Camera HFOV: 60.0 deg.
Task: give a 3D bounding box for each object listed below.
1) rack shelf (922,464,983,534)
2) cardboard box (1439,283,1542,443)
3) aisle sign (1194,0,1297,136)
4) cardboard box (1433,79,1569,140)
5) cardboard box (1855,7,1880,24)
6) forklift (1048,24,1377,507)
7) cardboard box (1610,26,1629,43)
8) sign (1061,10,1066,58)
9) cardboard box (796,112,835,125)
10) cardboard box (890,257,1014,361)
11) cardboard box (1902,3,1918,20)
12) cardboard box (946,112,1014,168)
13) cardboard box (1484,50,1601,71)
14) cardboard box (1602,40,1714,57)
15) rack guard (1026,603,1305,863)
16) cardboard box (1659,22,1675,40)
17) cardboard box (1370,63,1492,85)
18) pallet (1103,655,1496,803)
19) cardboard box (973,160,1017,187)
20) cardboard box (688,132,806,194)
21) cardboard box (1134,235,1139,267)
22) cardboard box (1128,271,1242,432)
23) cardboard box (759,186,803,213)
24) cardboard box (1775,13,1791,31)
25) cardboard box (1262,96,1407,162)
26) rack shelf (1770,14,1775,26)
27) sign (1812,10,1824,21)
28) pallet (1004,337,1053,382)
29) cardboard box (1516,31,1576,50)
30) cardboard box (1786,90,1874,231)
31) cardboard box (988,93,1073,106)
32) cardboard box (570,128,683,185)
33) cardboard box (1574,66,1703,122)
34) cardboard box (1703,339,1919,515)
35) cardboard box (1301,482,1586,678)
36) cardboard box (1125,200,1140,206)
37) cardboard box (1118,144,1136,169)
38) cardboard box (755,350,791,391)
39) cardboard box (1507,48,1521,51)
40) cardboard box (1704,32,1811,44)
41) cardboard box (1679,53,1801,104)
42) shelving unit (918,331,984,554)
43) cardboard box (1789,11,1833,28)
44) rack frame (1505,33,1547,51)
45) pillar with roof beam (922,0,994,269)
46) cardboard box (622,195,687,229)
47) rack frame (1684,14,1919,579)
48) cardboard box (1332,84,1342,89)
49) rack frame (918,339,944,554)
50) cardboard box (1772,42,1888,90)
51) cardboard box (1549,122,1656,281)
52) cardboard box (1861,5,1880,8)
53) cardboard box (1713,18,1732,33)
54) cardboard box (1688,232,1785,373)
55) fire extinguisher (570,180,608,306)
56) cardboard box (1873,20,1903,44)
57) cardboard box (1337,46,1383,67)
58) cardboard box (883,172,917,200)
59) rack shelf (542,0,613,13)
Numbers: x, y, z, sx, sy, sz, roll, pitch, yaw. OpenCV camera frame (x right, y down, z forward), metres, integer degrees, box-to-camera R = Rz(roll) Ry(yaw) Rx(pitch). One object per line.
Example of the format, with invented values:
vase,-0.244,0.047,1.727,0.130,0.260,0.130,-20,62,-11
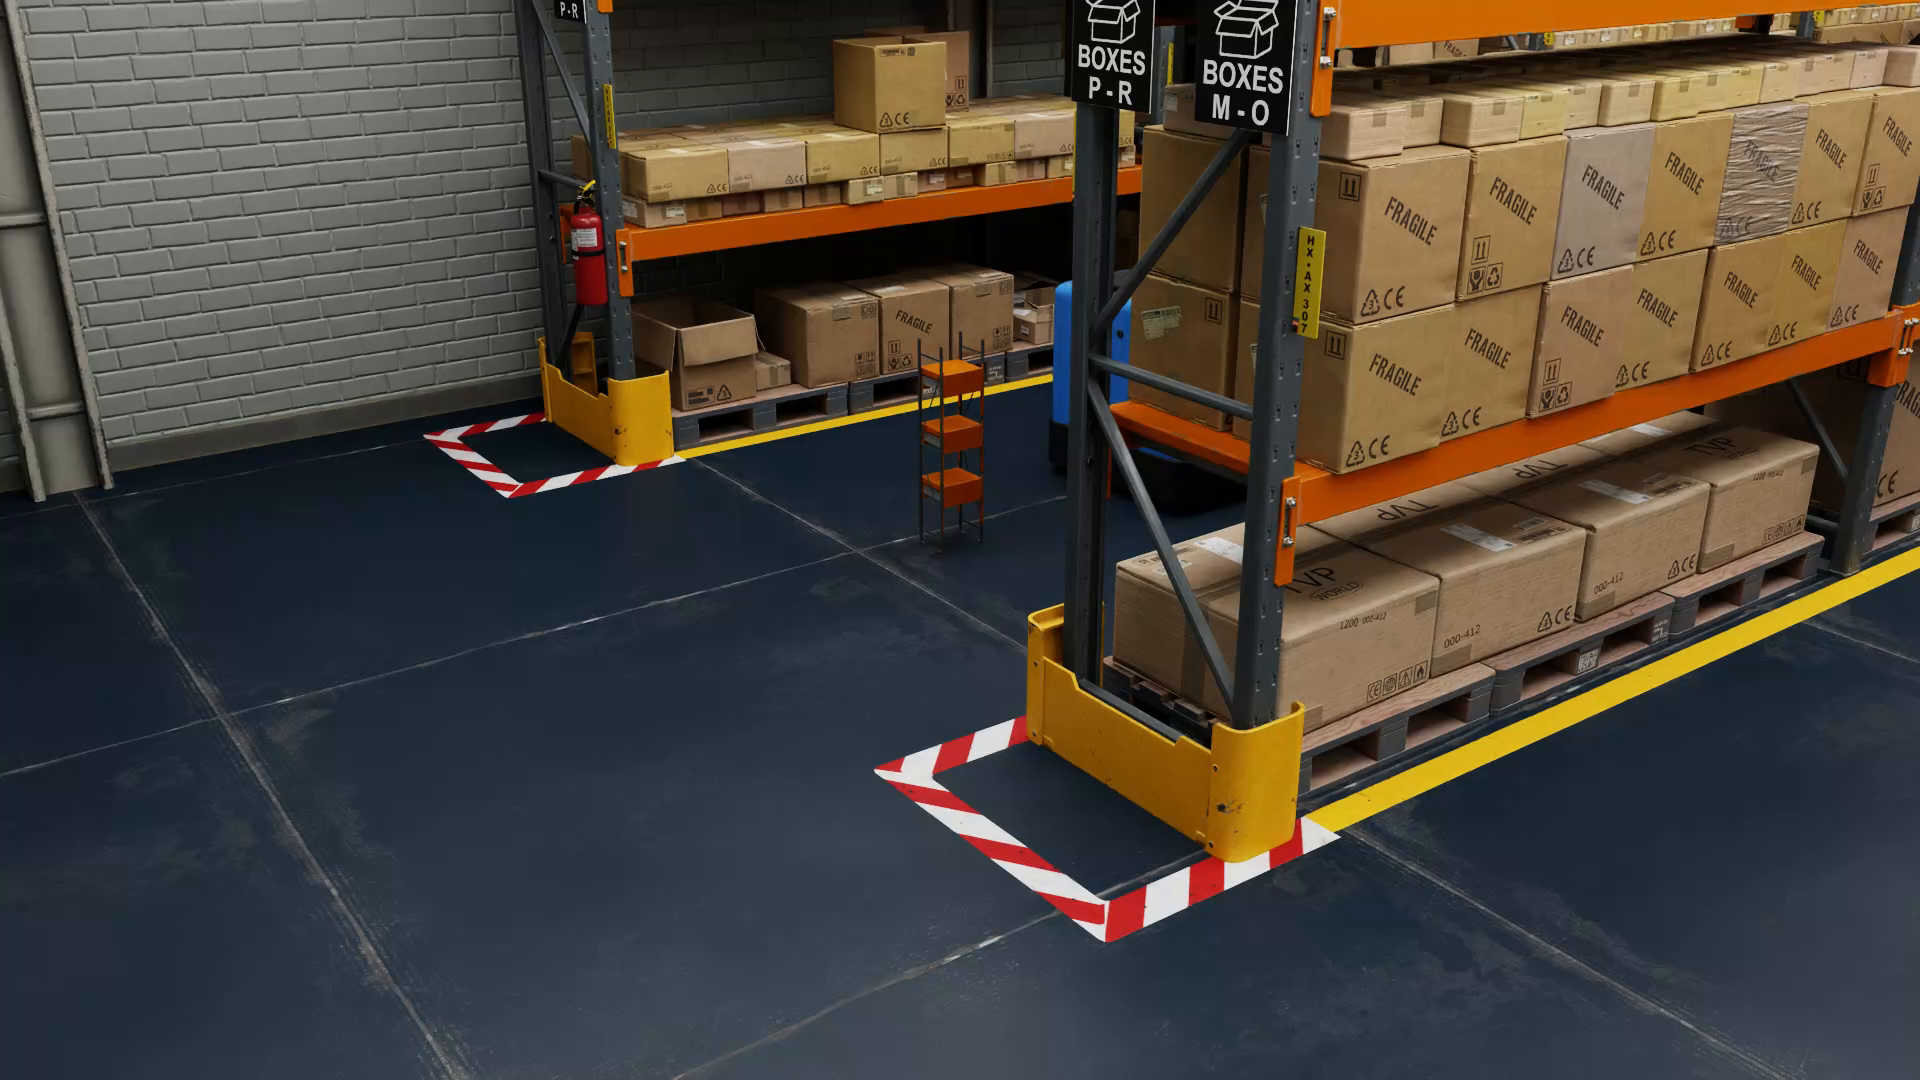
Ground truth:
rack shelf,-0.043,-0.208,8.280,0.240,0.259,0.215,-15,26,-33
cardboard box,1.684,-0.686,5.934,0.500,0.500,0.500,-15,26,-34
aisle sign,0.843,-1.609,4.874,0.004,0.787,0.394,-15,26,-33
cardboard box,1.835,-1.472,5.680,0.250,0.149,0.380,-16,27,-35
cardboard box,8.632,-5.084,16.080,0.250,0.149,0.380,-14,26,-32
forklift,1.951,-1.965,9.365,3.031,2.935,1.130,-17,27,-37
cardboard box,5.370,-4.239,13.961,0.250,0.149,0.380,-15,26,-32
sign,0.750,-3.567,11.725,0.005,0.325,0.100,-15,26,-33
cardboard box,-0.703,-2.575,10.603,0.500,0.250,0.500,-15,26,-33
cardboard box,-0.058,-1.533,10.997,0.500,0.500,0.700,-16,27,-35
cardboard box,9.251,-5.261,16.522,0.250,0.149,0.380,-16,27,-34
cardboard box,-0.004,-2.531,10.492,0.500,0.250,0.500,-15,26,-33
cardboard box,2.324,-1.868,6.671,0.250,0.149,0.380,-15,26,-33
cardboard box,2.952,-2.028,7.073,0.250,0.149,0.380,-15,26,-33
rack guard,0.713,0.662,6.064,0.348,0.500,1.175,-15,26,-33
cardboard box,5.951,-4.425,14.427,0.250,0.149,0.380,-15,26,-33
cardboard box,1.741,-1.675,6.188,0.250,0.149,0.380,-15,26,-33
pallet,1.336,0.594,6.623,1.213,0.211,1.003,-15,26,-33
cardboard box,0.151,-2.362,10.608,0.250,0.149,0.380,-15,26,-34
cardboard box,-1.235,-2.192,9.643,0.500,0.250,0.500,-15,26,-32
cardboard box,1.602,-1.934,12.001,0.500,0.500,0.500,-14,25,-31
cardboard box,0.969,-0.735,6.056,0.500,0.500,0.500,-15,26,-33
cardboard box,-1.129,-2.041,9.804,0.250,0.149,0.380,-14,26,-31
cardboard box,7.424,-4.801,15.371,0.250,0.149,0.380,-14,26,-31
cardboard box,1.182,-1.310,5.273,0.250,0.149,0.380,-14,26,-32
rack shelf,5.603,-2.862,8.445,4.000,0.370,1.077,-15,26,-33
sign,7.896,-4.934,15.259,0.005,0.325,0.100,-15,26,-33
pallet,0.519,-1.419,11.668,1.213,0.211,1.003,-15,26,-33
cardboard box,4.755,-4.057,13.505,0.250,0.149,0.380,-14,26,-31
cardboard box,3.341,-1.589,6.846,0.500,0.500,0.500,-15,26,-34
cardboard box,0.518,-2.905,11.431,0.500,0.250,0.500,-15,26,-33
cardboard box,-1.951,-2.245,9.776,0.500,0.250,0.500,-14,26,-31
cardboard box,2.466,-1.633,6.083,0.250,0.149,0.380,-16,27,-34
cardboard box,4.436,-0.737,8.496,0.875,0.875,0.875,-14,26,-31
cardboard box,1.948,0.117,6.947,0.875,0.438,0.875,-14,26,-31
cardboard box,1.418,-2.423,12.352,0.250,0.149,0.380,-15,26,-33
cardboard box,0.966,-2.601,11.206,0.250,0.149,0.380,-15,26,-32
cardboard box,-1.250,-1.052,10.266,0.250,0.149,0.380,-16,27,-35
cardboard box,4.842,-3.906,13.666,0.500,0.250,0.500,-15,26,-33
cardboard box,3.572,-2.192,7.483,0.250,0.149,0.380,-15,26,-34
cardboard box,3.053,-1.819,6.549,0.250,0.149,0.380,-15,26,-33
shelving unit,-0.043,-0.476,8.173,0.252,1.050,0.215,-15,26,-33
cardboard box,7.984,-4.932,15.699,0.250,0.149,0.380,-15,26,-34
rack frame,4.324,-3.729,13.693,0.127,3.000,1.000,-15,26,-33
pillar with roof beam,2.500,-4.474,7.468,0.400,9.000,9.100,-15,26,-33
cardboard box,-1.742,-1.869,9.372,0.250,0.149,0.380,-15,26,-33
rack frame,3.979,-1.370,7.783,0.127,3.000,1.000,-15,26,-33
cardboard box,1.099,-1.517,5.791,0.250,0.149,0.380,-14,26,-32
rack frame,-0.142,-0.450,8.107,0.008,1.050,0.200,-15,26,-33
cardboard box,3.638,-1.996,6.991,0.250,0.149,0.380,-14,26,-32
cardboard box,2.117,-1.261,6.026,0.500,0.500,0.500,-15,26,-33
cardboard box,8.634,-5.226,16.035,0.250,0.149,0.380,-14,26,-32
cardboard box,6.610,-4.568,14.787,0.250,0.149,0.380,-16,27,-34
cardboard box,2.938,-1.013,6.753,0.500,0.500,0.500,-15,26,-34
fire extinguisher,-2.019,-1.617,9.009,0.183,0.674,0.296,-15,26,-33
cardboard box,8.908,-4.886,16.459,0.500,0.500,0.500,-15,26,-33
cardboard box,2.658,-3.424,12.227,0.500,0.500,0.700,-15,26,-33
cardboard box,-0.466,-2.196,10.191,0.250,0.149,0.380,-14,26,-32
rack shelf,-0.546,-3.489,10.016,4.000,0.370,1.077,-15,26,-33
